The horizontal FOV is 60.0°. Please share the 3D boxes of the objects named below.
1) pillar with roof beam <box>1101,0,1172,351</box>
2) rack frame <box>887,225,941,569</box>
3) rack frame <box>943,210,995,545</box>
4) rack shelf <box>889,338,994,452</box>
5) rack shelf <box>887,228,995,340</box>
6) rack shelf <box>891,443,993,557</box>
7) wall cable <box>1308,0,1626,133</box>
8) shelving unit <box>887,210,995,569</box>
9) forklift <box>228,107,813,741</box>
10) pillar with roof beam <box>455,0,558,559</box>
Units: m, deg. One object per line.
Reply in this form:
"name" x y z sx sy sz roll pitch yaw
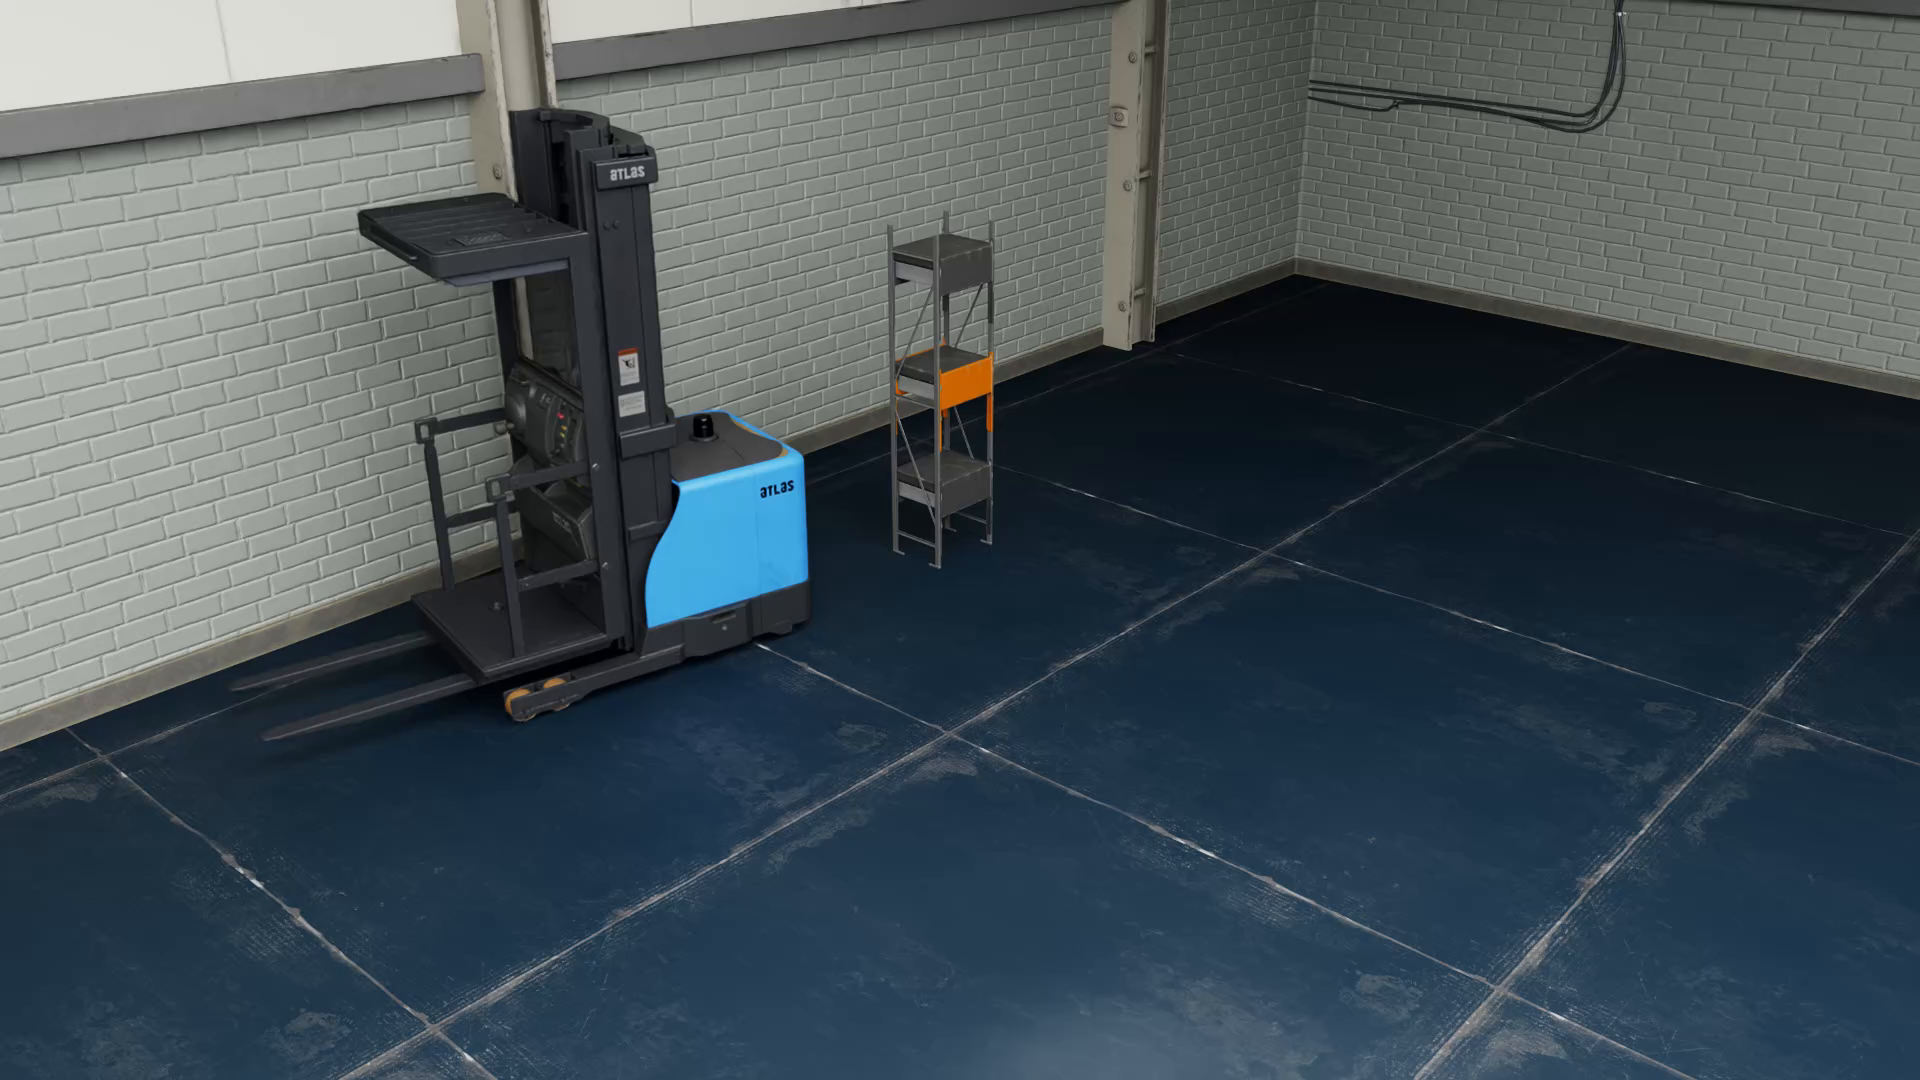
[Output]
"pillar with roof beam" 4.680 -4.672 10.171 9.100 9.000 0.400 20 31 38
"rack frame" -0.273 -0.833 10.042 0.400 2.100 0.015 20 31 38
"rack frame" 0.052 -0.982 10.374 0.400 2.100 0.015 20 31 38
"rack shelf" -0.110 -0.895 10.214 0.431 0.518 0.480 20 31 38
"rack shelf" -0.110 -1.534 9.927 0.431 0.518 0.480 20 31 38
"rack shelf" -0.110 -0.256 10.500 0.431 0.518 0.480 20 31 38
"wall cable" 4.425 -4.967 14.625 3.097 2.526 0.112 20 31 38
"shelving unit" -0.110 -0.908 10.208 0.431 2.100 0.503 20 31 38
"forklift" -2.341 -0.639 8.593 3.031 2.935 1.130 -17 29 -33
"pillar with roof beam" 0.676 -2.844 6.094 9.100 9.000 0.400 20 31 38
